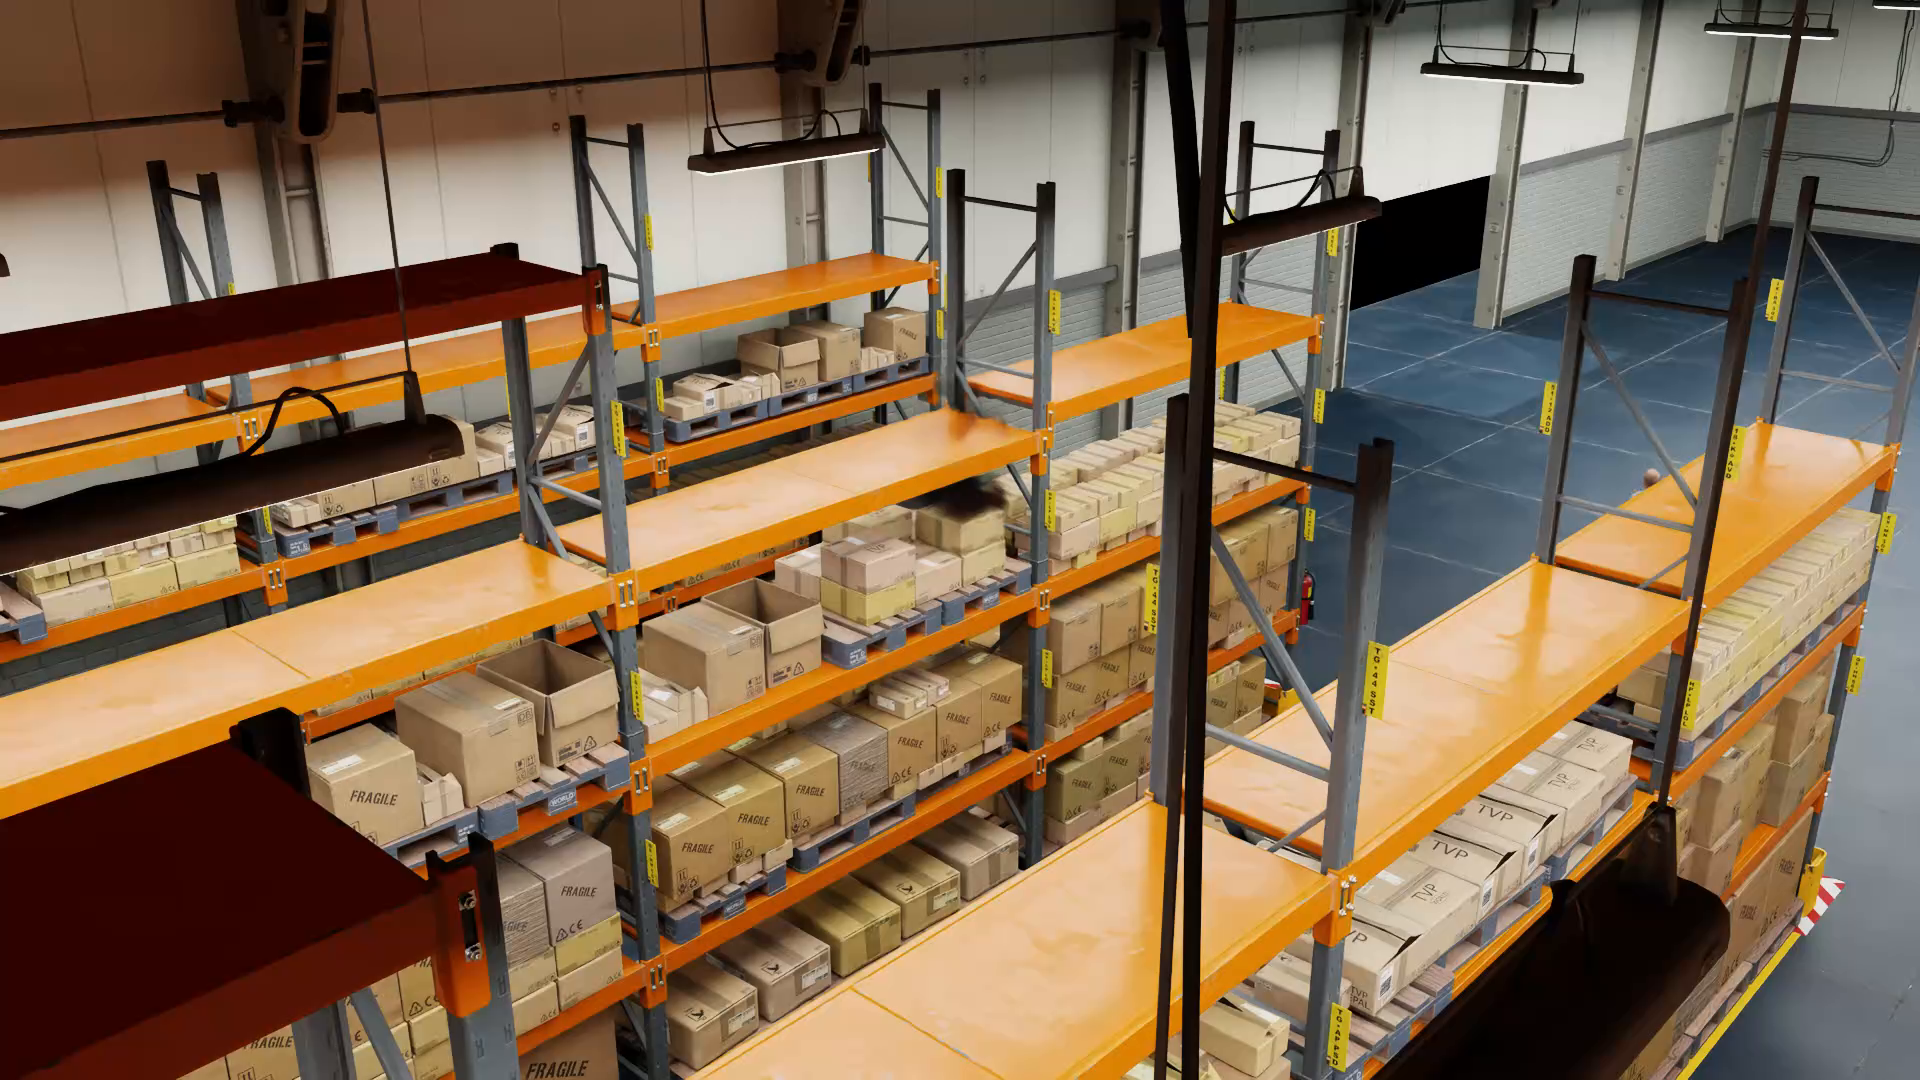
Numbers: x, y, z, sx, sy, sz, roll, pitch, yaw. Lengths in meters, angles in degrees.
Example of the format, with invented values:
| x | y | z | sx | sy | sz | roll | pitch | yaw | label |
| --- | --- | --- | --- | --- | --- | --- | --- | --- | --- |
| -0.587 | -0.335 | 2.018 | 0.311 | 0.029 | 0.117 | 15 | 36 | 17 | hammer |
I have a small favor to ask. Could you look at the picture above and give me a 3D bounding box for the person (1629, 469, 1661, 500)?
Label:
| x | y | z | sx | sy | sz | roll | pitch | yaw | label |
| --- | --- | --- | --- | --- | --- | --- | --- | --- | --- |
| 7.960 | 0.069 | 19.361 | 0.705 | 1.846 | 0.898 | -1 | 21 | -2 | person |
